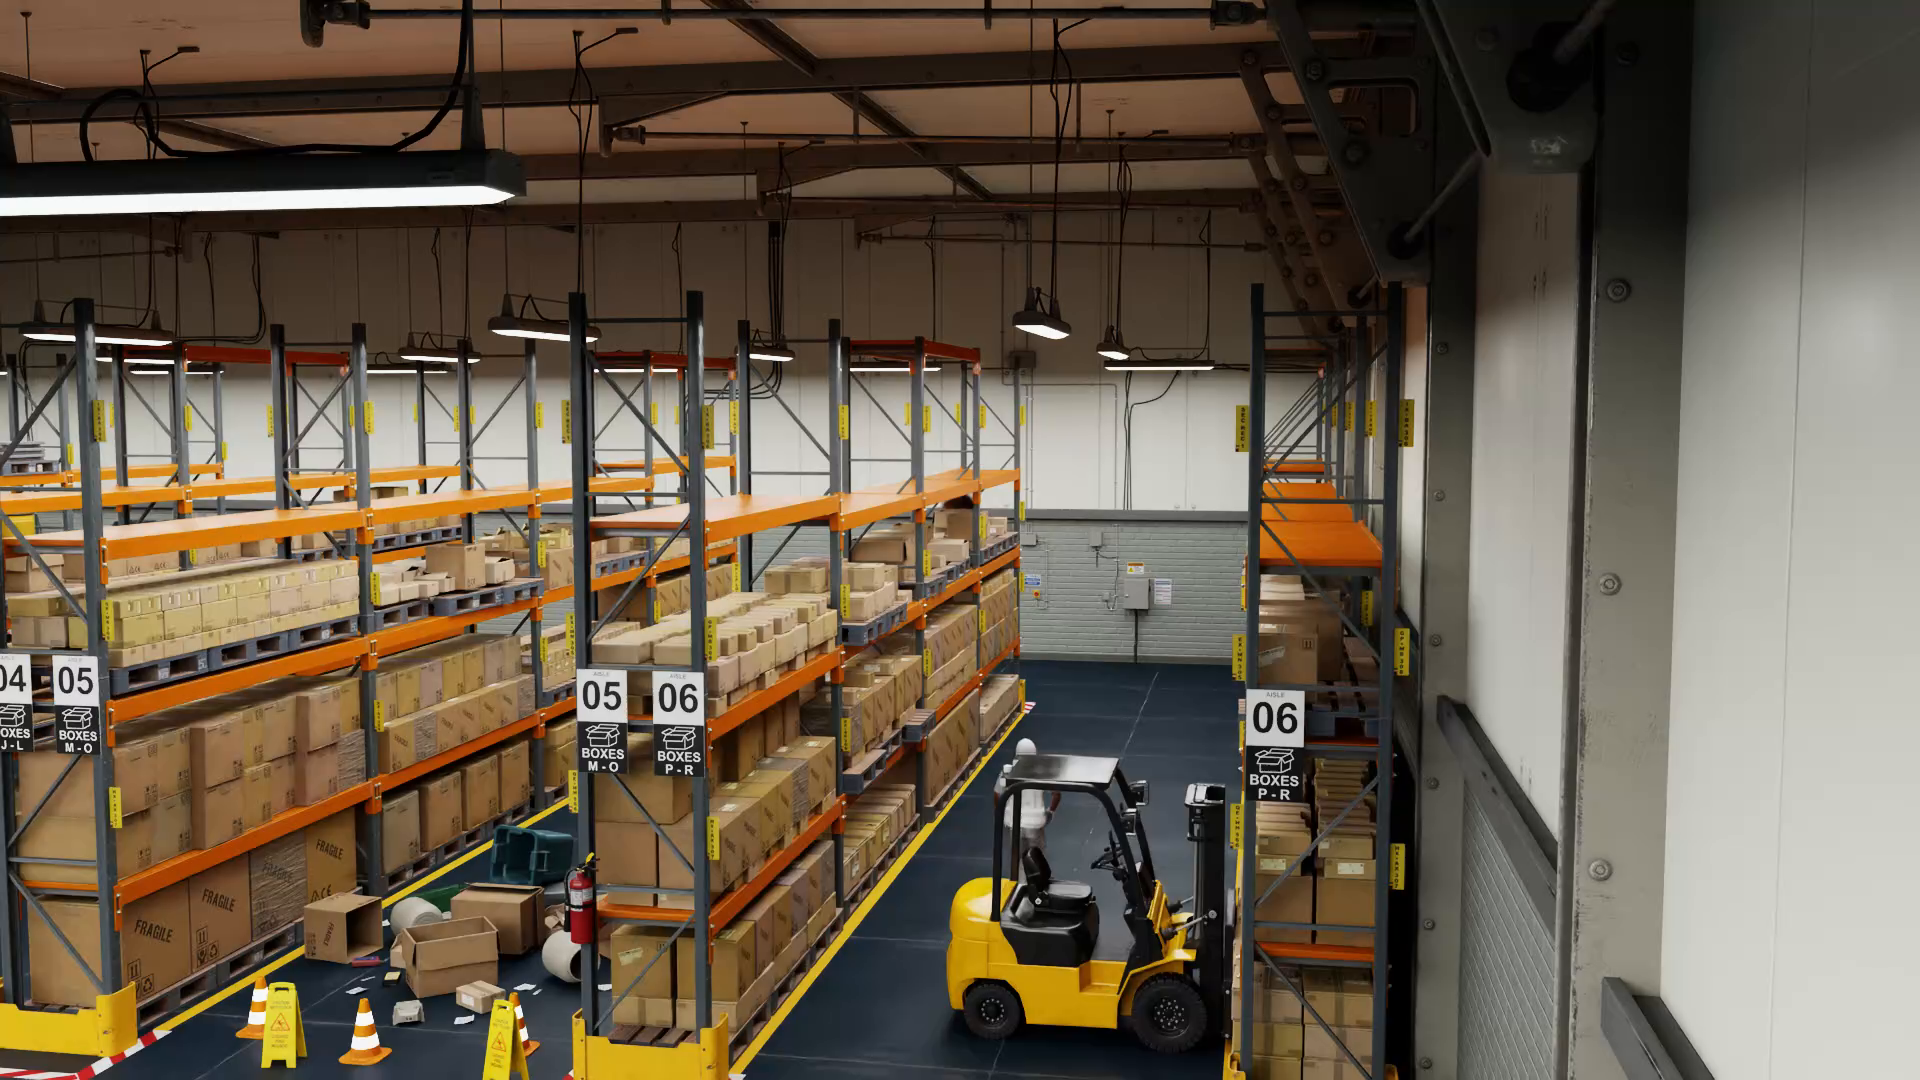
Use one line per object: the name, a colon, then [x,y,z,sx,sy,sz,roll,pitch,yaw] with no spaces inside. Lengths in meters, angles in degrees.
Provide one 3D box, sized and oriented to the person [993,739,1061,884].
person: [0.709,2.918,17.200,0.709,1.743,0.574,1,5,9]
